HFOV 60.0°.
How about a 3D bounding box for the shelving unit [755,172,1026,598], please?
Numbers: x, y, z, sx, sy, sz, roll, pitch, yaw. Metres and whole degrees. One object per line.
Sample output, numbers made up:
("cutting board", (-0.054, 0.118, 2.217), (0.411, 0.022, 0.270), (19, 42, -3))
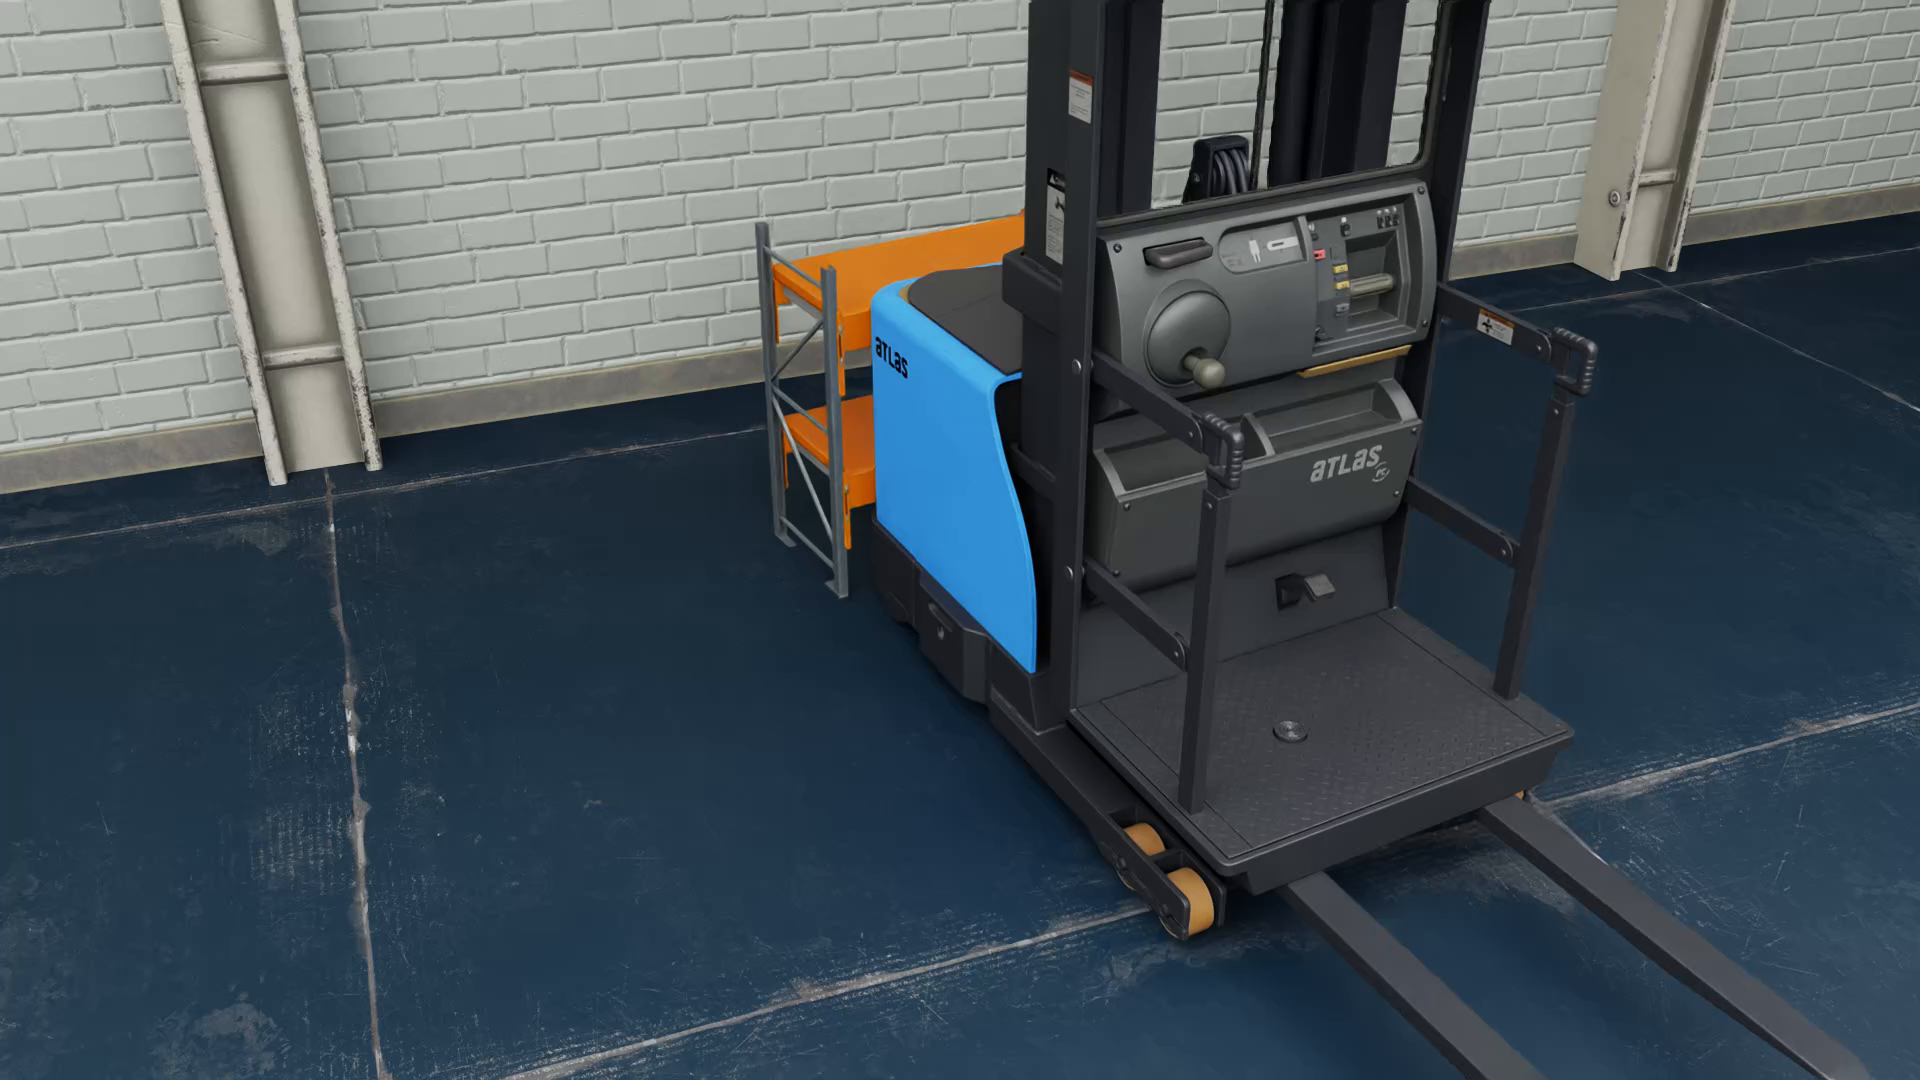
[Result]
("shelving unit", (-0.070, -0.538, 5.558), (1.048, 1.125, 0.538), (-17, 34, -27))

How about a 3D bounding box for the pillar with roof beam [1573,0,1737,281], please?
("pillar with roof beam", (4.728, -3.252, 2.367), (0.400, 9.000, 9.100), (-10, 31, -18))

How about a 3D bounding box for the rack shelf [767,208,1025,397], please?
("rack shelf", (-0.070, -0.793, 5.413), (1.000, 0.278, 0.538), (-17, 34, -27))

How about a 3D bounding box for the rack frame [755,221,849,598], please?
("rack frame", (-0.505, -0.408, 5.330), (0.032, 1.125, 0.500), (-17, 34, -27))

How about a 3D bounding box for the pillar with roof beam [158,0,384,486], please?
("pillar with roof beam", (-0.895, -2.216, 0.550), (0.400, 9.000, 9.100), (-10, 31, -18))

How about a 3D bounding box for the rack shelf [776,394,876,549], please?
("rack shelf", (-0.070, -0.326, 5.679), (1.000, 0.278, 0.538), (-17, 34, -27))

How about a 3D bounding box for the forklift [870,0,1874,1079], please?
("forklift", (0.854, -0.561, 3.774), (1.130, 2.935, 3.031), (-15, 33, -24))
